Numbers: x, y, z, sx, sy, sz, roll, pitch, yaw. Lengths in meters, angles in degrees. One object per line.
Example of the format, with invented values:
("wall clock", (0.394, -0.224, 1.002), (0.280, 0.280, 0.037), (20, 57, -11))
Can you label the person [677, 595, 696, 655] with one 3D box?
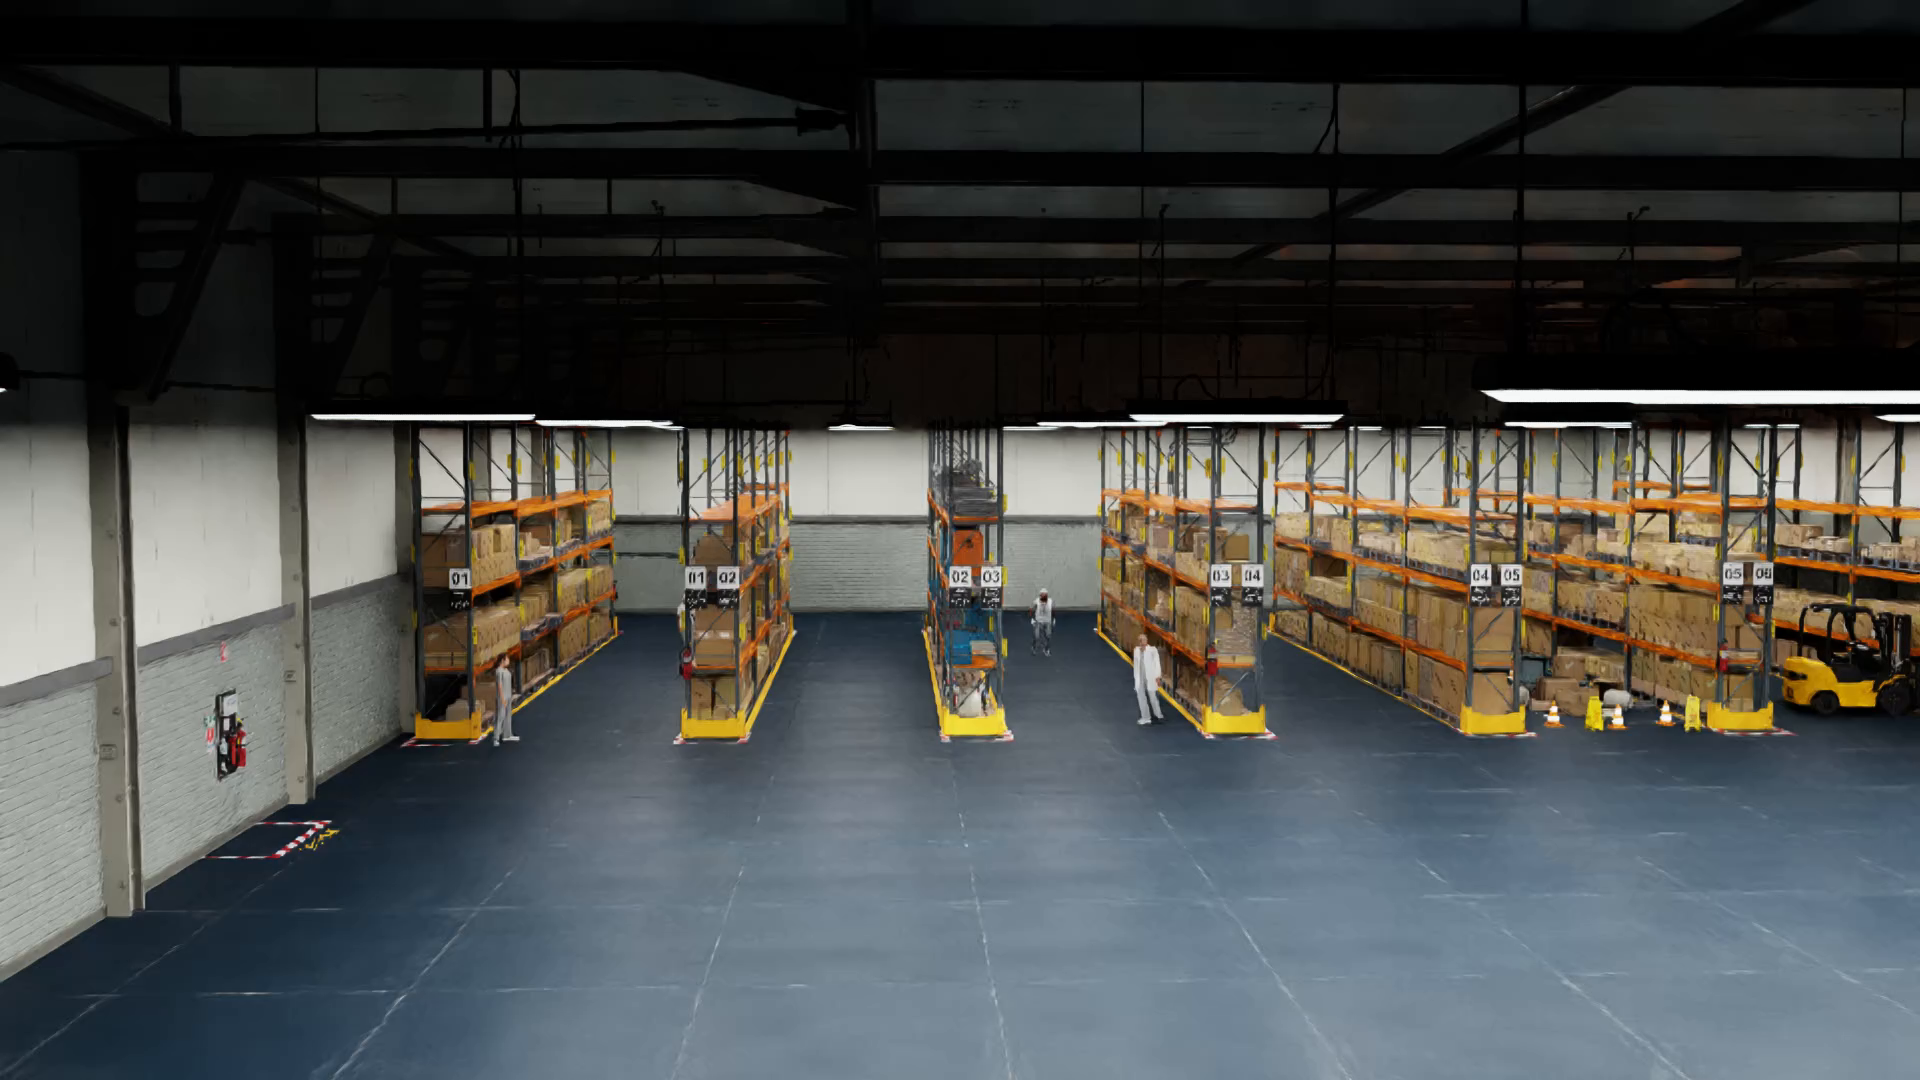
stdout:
("person", (-6.959, 2.155, 42.376), (0.497, 1.583, 1.090), (0, 4, 0))

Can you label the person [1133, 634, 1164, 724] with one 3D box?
("person", (3.701, 2.709, 32.688), (0.615, 1.769, 0.607), (2, 4, 33))

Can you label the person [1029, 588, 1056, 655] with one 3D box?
("person", (2.121, 2.073, 42.569), (0.702, 1.707, 0.548), (0, 4, -4))

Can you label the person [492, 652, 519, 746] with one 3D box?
("person", (-8.340, 2.885, 30.394), (0.388, 1.677, 0.626), (0, 4, 5))
